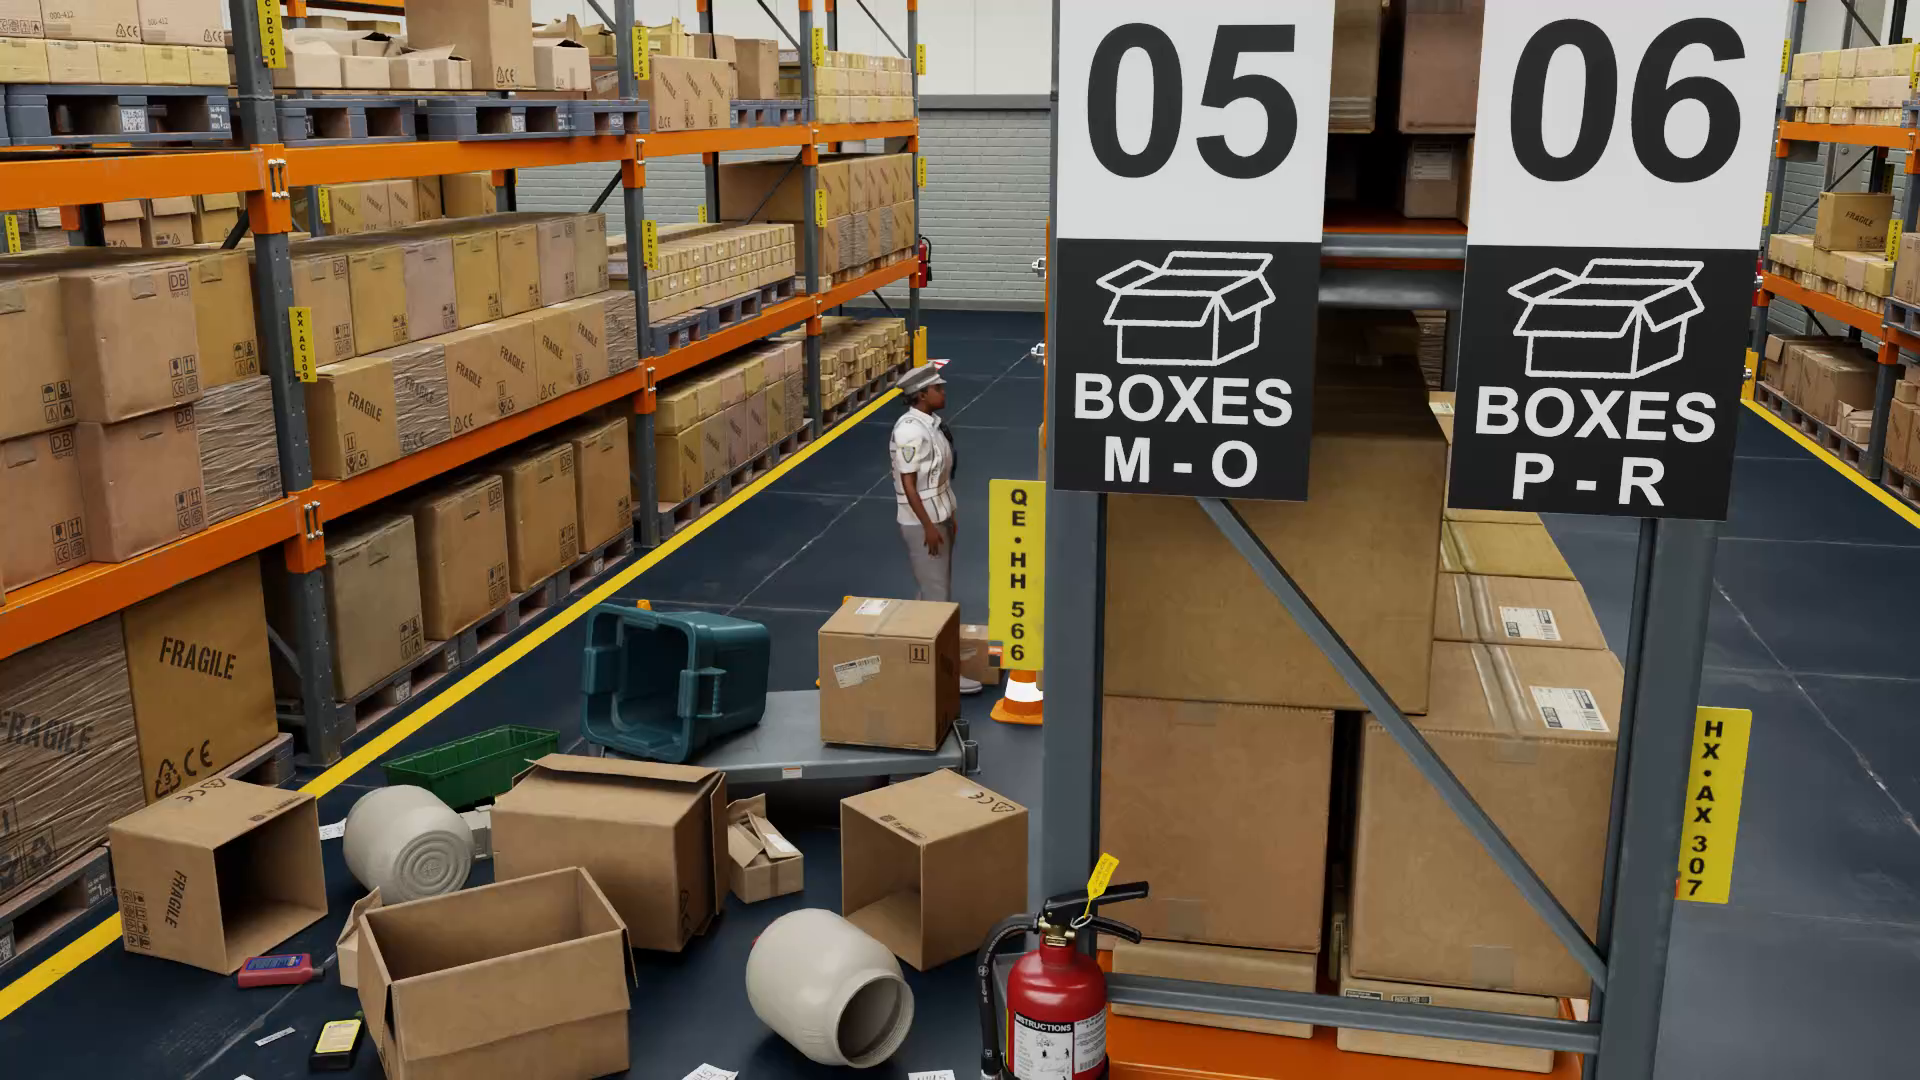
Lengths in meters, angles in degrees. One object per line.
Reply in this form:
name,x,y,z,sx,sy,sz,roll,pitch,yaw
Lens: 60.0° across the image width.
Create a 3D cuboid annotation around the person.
person,-0.098,-0.092,8.758,0.530,1.696,0.566,3,15,11
